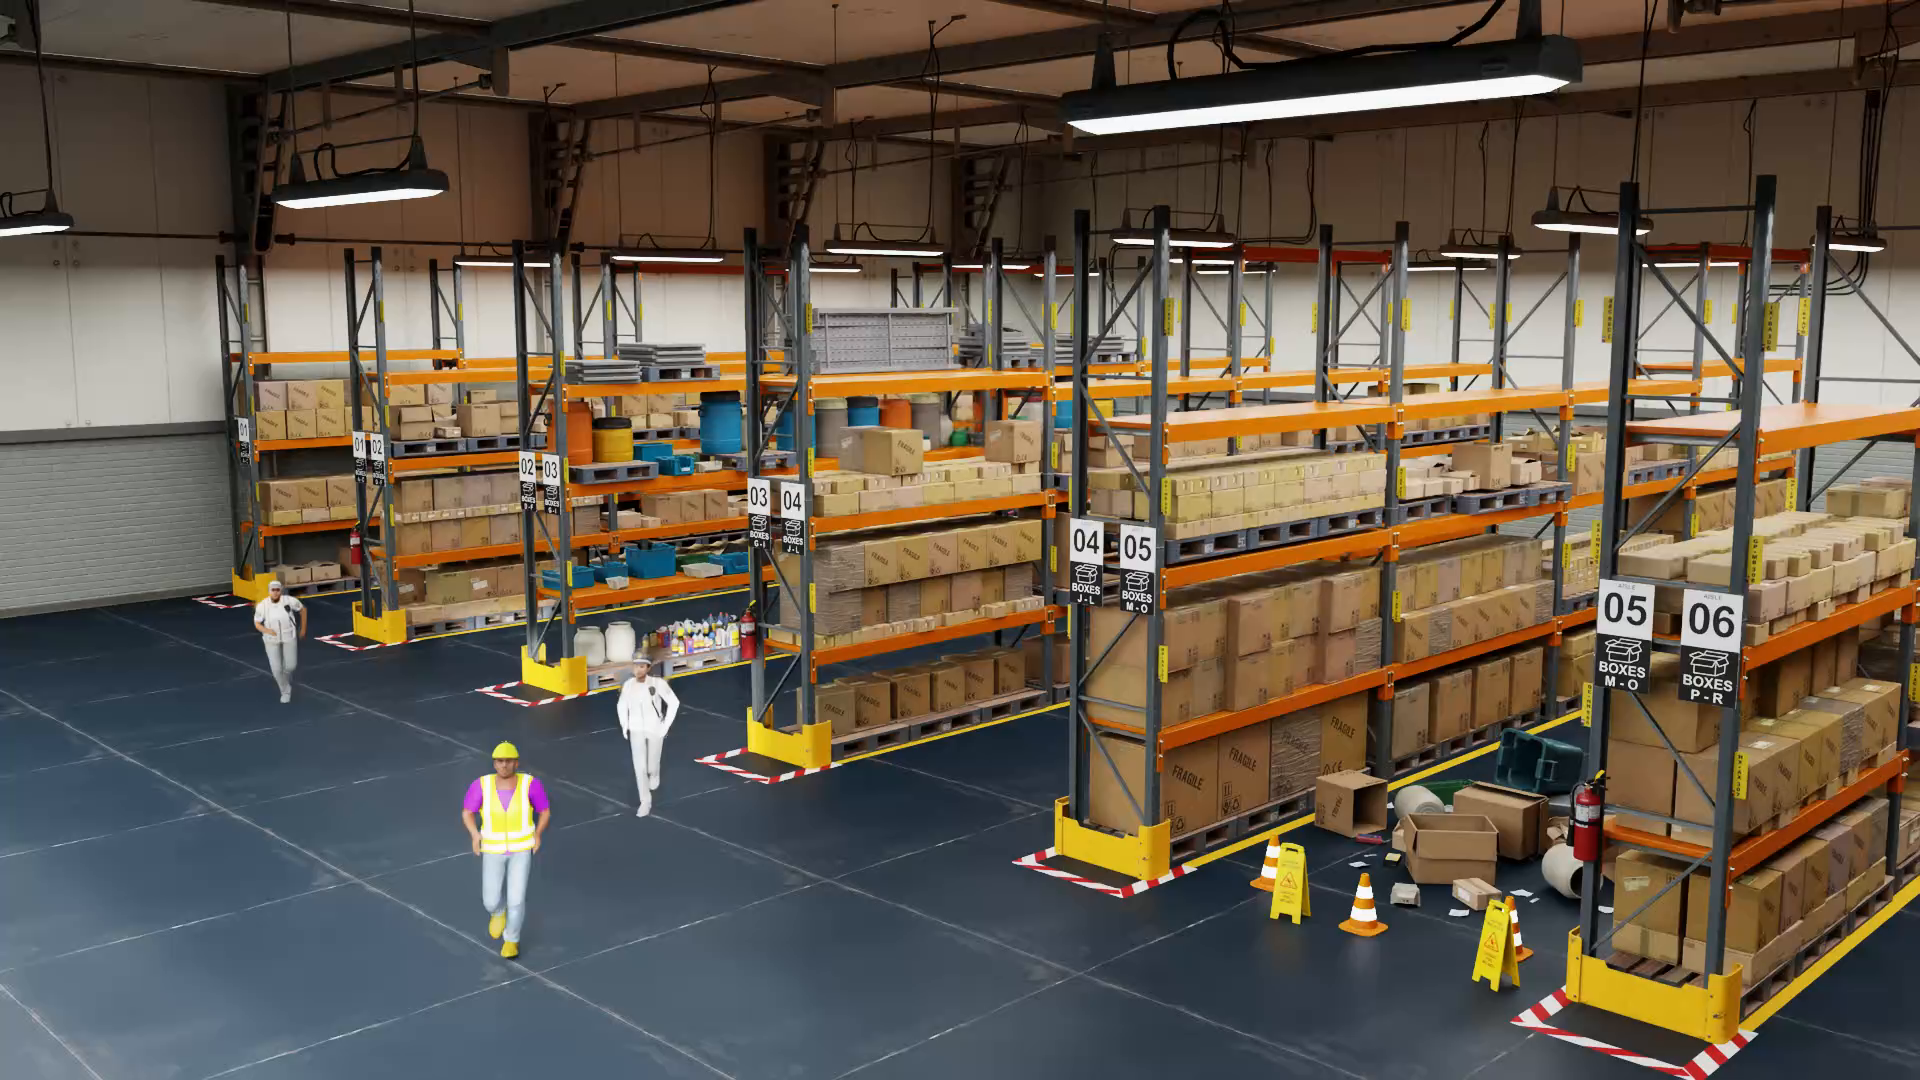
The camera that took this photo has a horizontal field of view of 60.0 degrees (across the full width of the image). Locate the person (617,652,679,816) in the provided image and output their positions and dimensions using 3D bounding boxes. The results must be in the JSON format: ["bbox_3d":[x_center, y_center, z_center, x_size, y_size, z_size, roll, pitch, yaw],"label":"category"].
[{"bbox_3d":[-3.193,1.945,17.071,0.635,1.686,0.641,0,8,2],"label":"person"}]

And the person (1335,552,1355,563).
[{"bbox_3d":[5.516,0.905,23.984,0.703,1.777,0.672,-8,11,-44],"label":"person"}]

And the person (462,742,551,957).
[{"bbox_3d":[-3.602,2.449,13.239,0.683,1.719,0.575,-2,8,-14],"label":"person"}]

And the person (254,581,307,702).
[{"bbox_3d":[-8.848,1.320,21.704,0.645,1.620,0.630,-4,9,-25],"label":"person"}]
